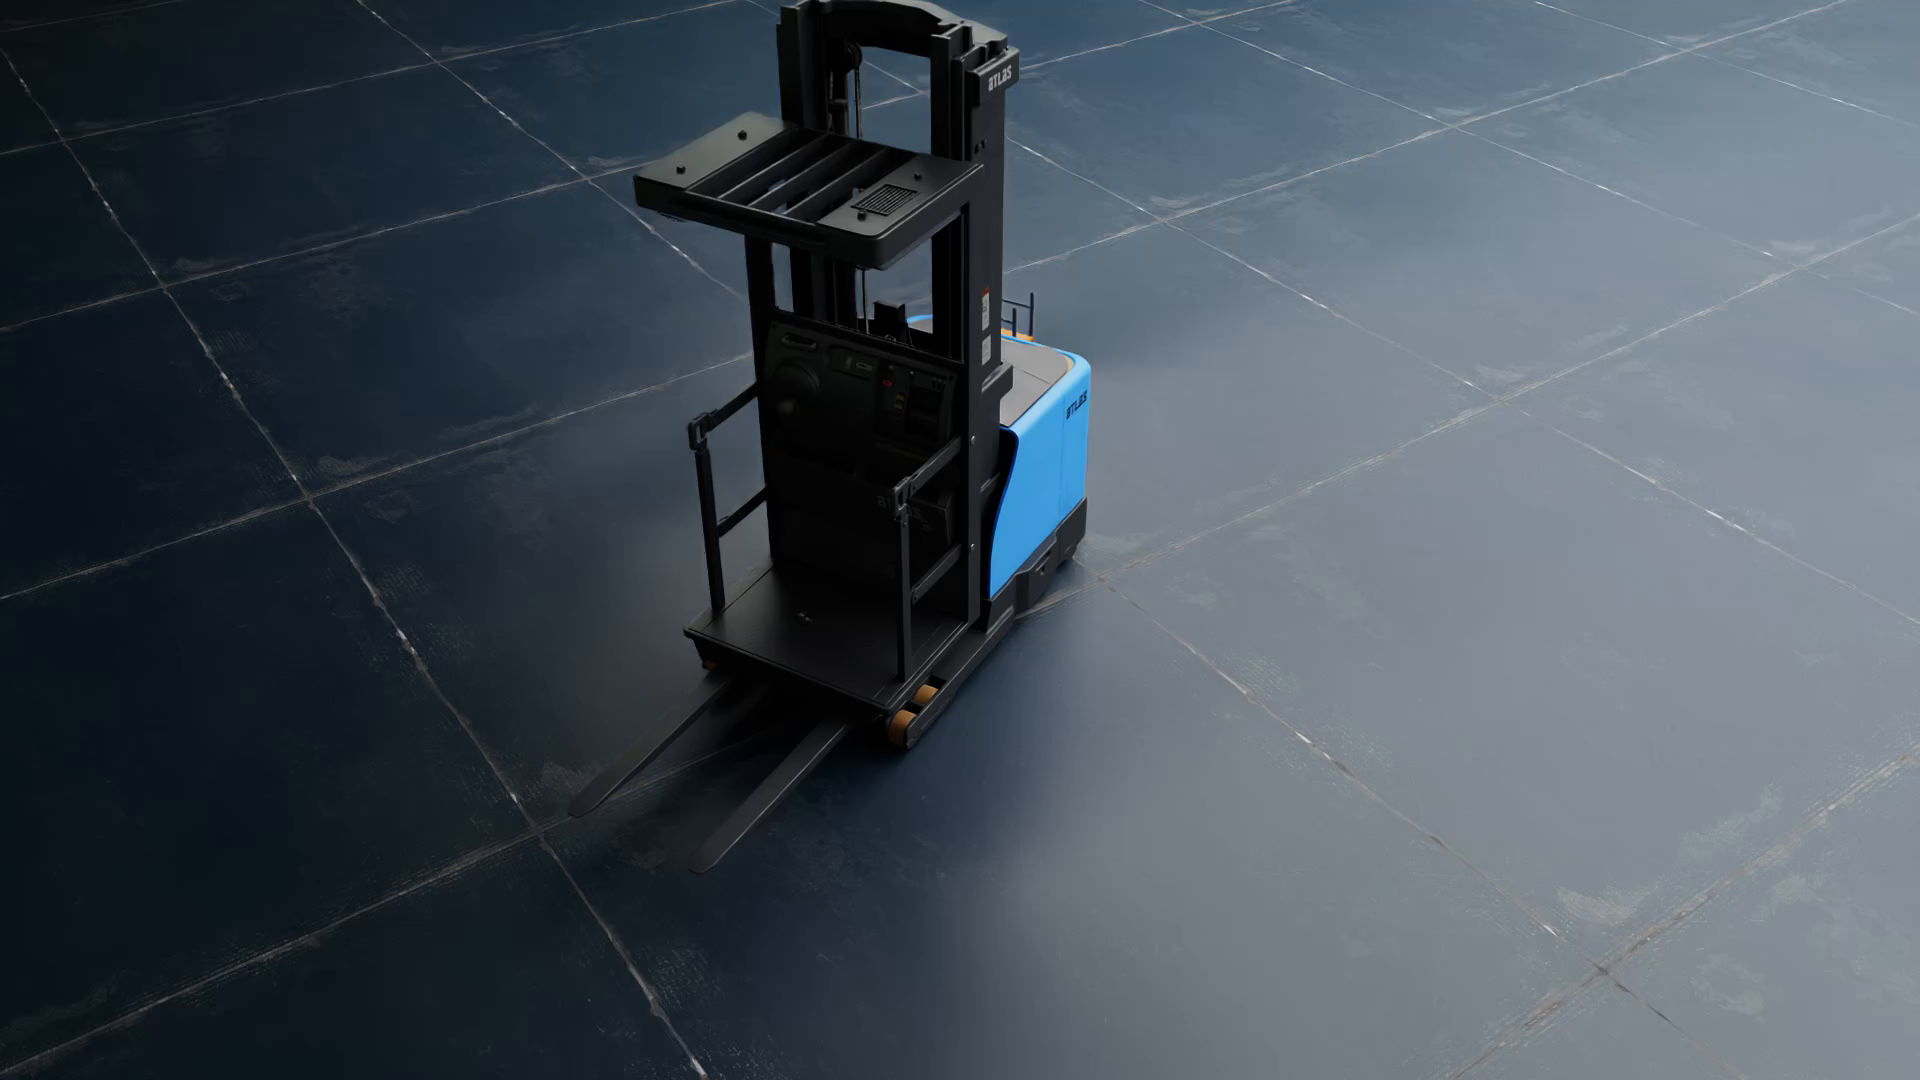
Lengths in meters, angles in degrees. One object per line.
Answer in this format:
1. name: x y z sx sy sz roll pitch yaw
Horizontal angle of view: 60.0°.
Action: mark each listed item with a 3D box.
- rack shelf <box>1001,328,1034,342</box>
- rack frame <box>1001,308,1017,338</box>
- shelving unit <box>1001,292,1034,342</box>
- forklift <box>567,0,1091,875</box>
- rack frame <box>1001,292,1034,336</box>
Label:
1. rack shelf: 0.216 -0.973 8.349 0.258 0.103 0.180 19 40 24
2. rack frame: 0.170 -0.671 8.468 0.240 1.200 0.006 19 40 24
3. shelving unit: 0.216 -0.717 8.533 0.258 1.200 0.189 19 40 24
4. forklift: -0.532 -0.585 6.867 1.130 2.935 3.031 19 40 24
5. rack frame: 0.262 -0.763 8.597 0.240 1.200 0.006 19 40 24
